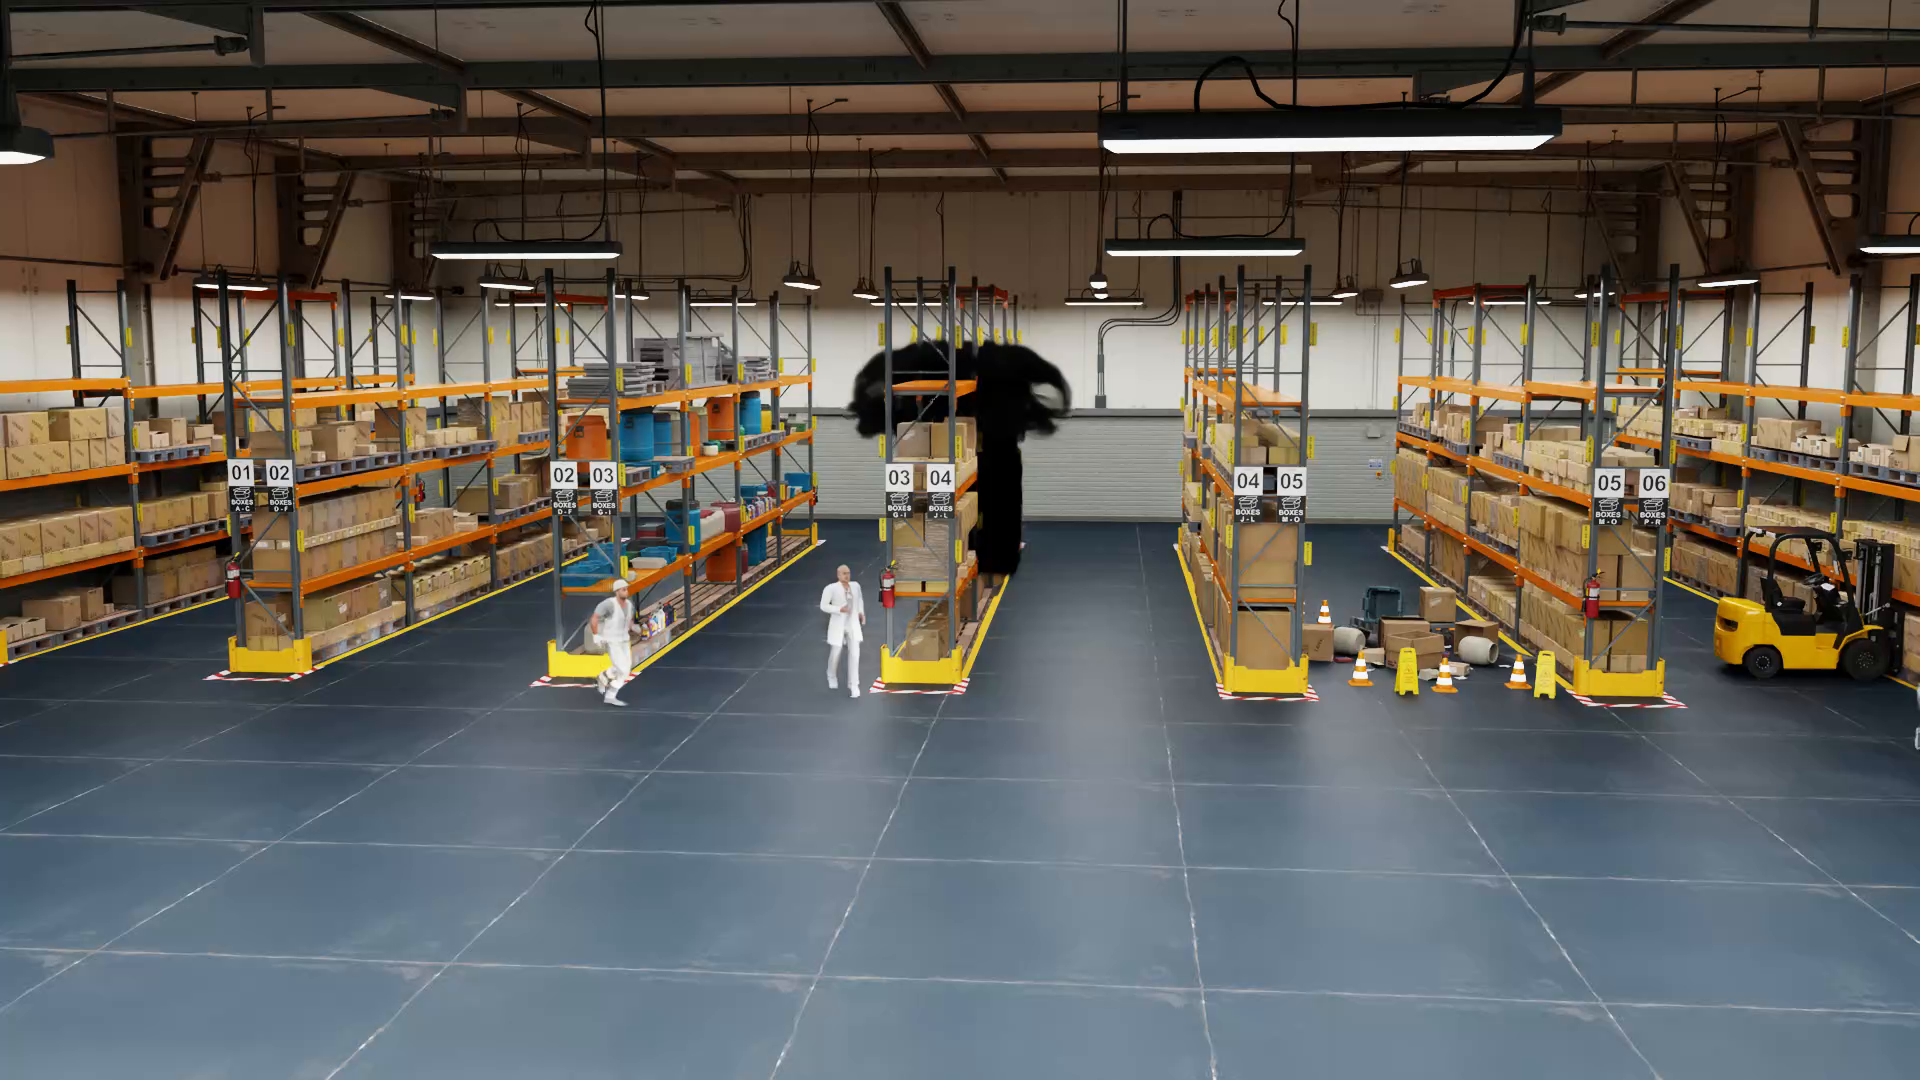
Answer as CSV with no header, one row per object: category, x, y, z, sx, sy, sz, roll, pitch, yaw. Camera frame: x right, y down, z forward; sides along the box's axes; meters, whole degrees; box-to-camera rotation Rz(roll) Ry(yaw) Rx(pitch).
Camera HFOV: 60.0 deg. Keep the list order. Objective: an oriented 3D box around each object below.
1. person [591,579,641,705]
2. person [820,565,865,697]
person,-4.639,1.399,22.671,0.586,1.732,0.660,4,8,32
person,-1.639,1.253,23.473,0.708,1.810,0.920,-3,8,-22
